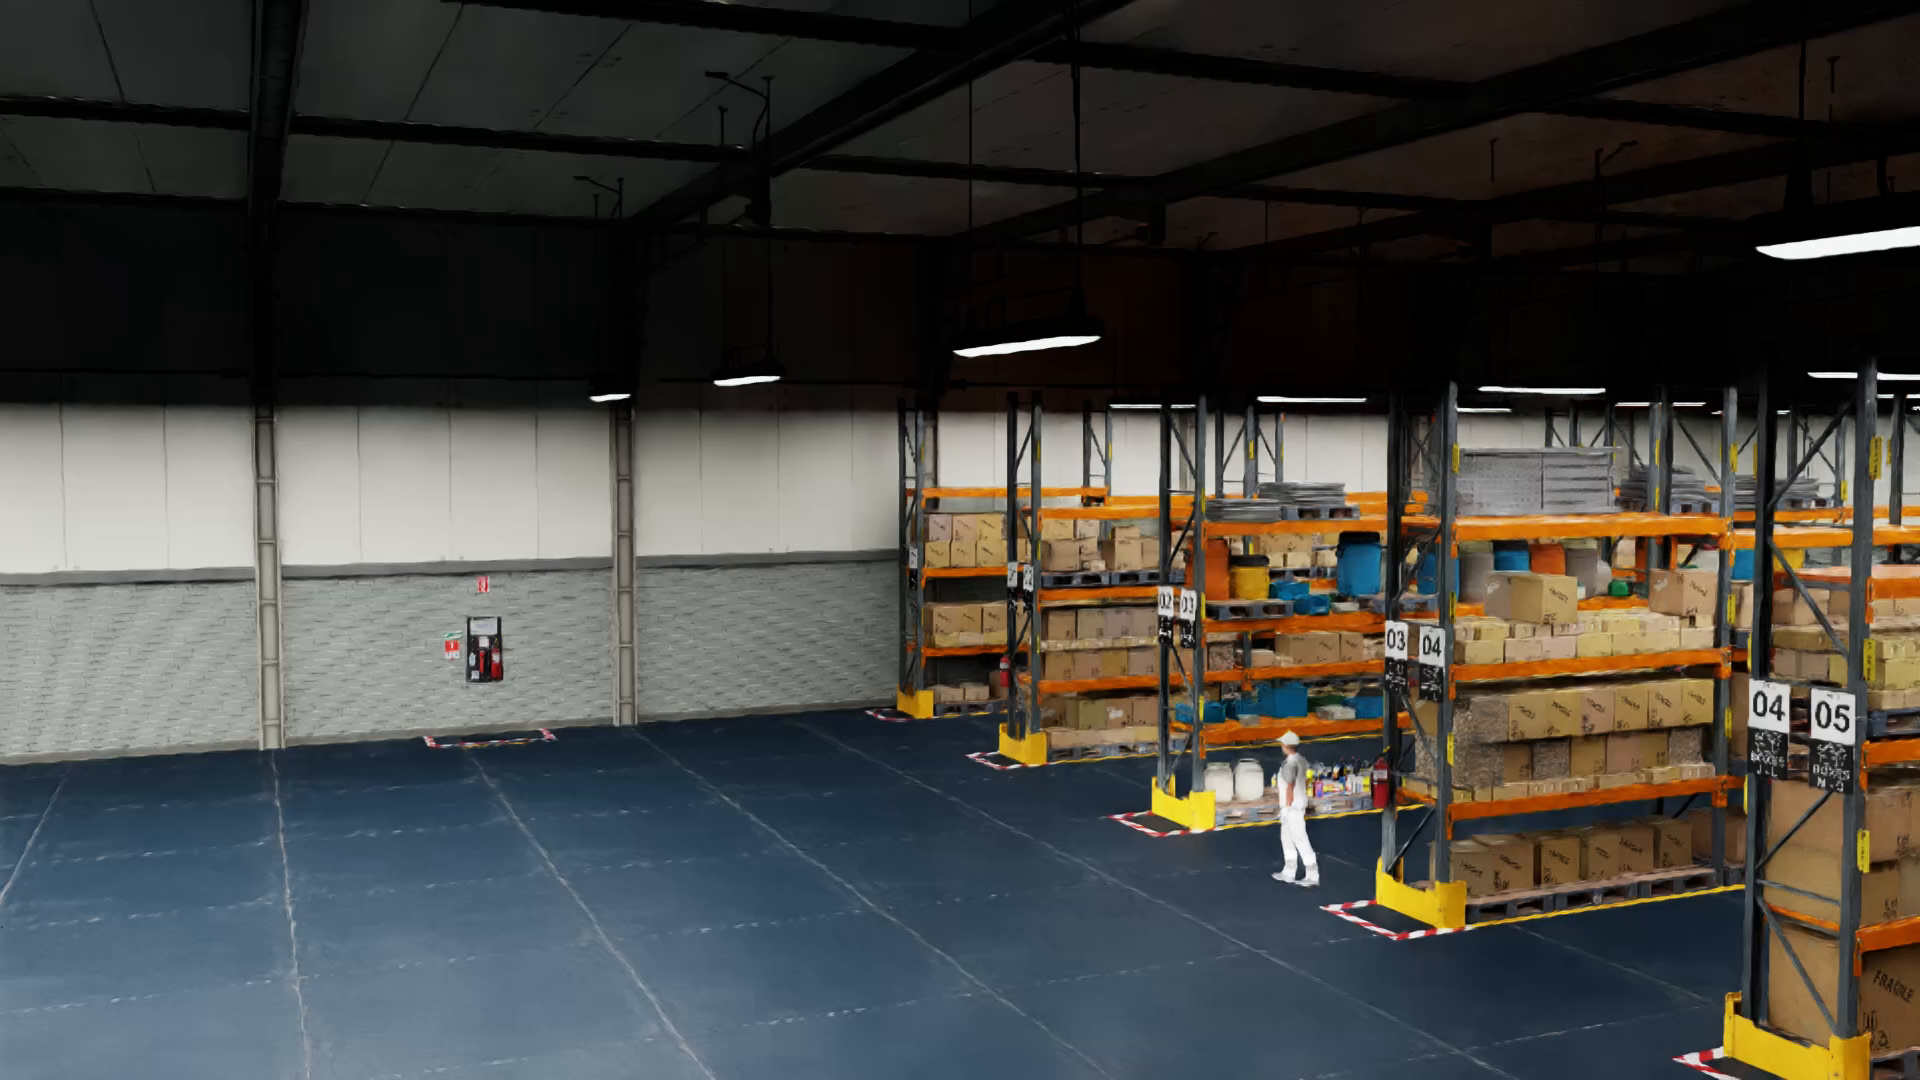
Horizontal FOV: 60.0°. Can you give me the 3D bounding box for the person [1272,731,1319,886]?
[{"bbox_3d":[3.936,3.140,19.497,0.595,1.780,0.569,1,4,23],"label":"person"}]
